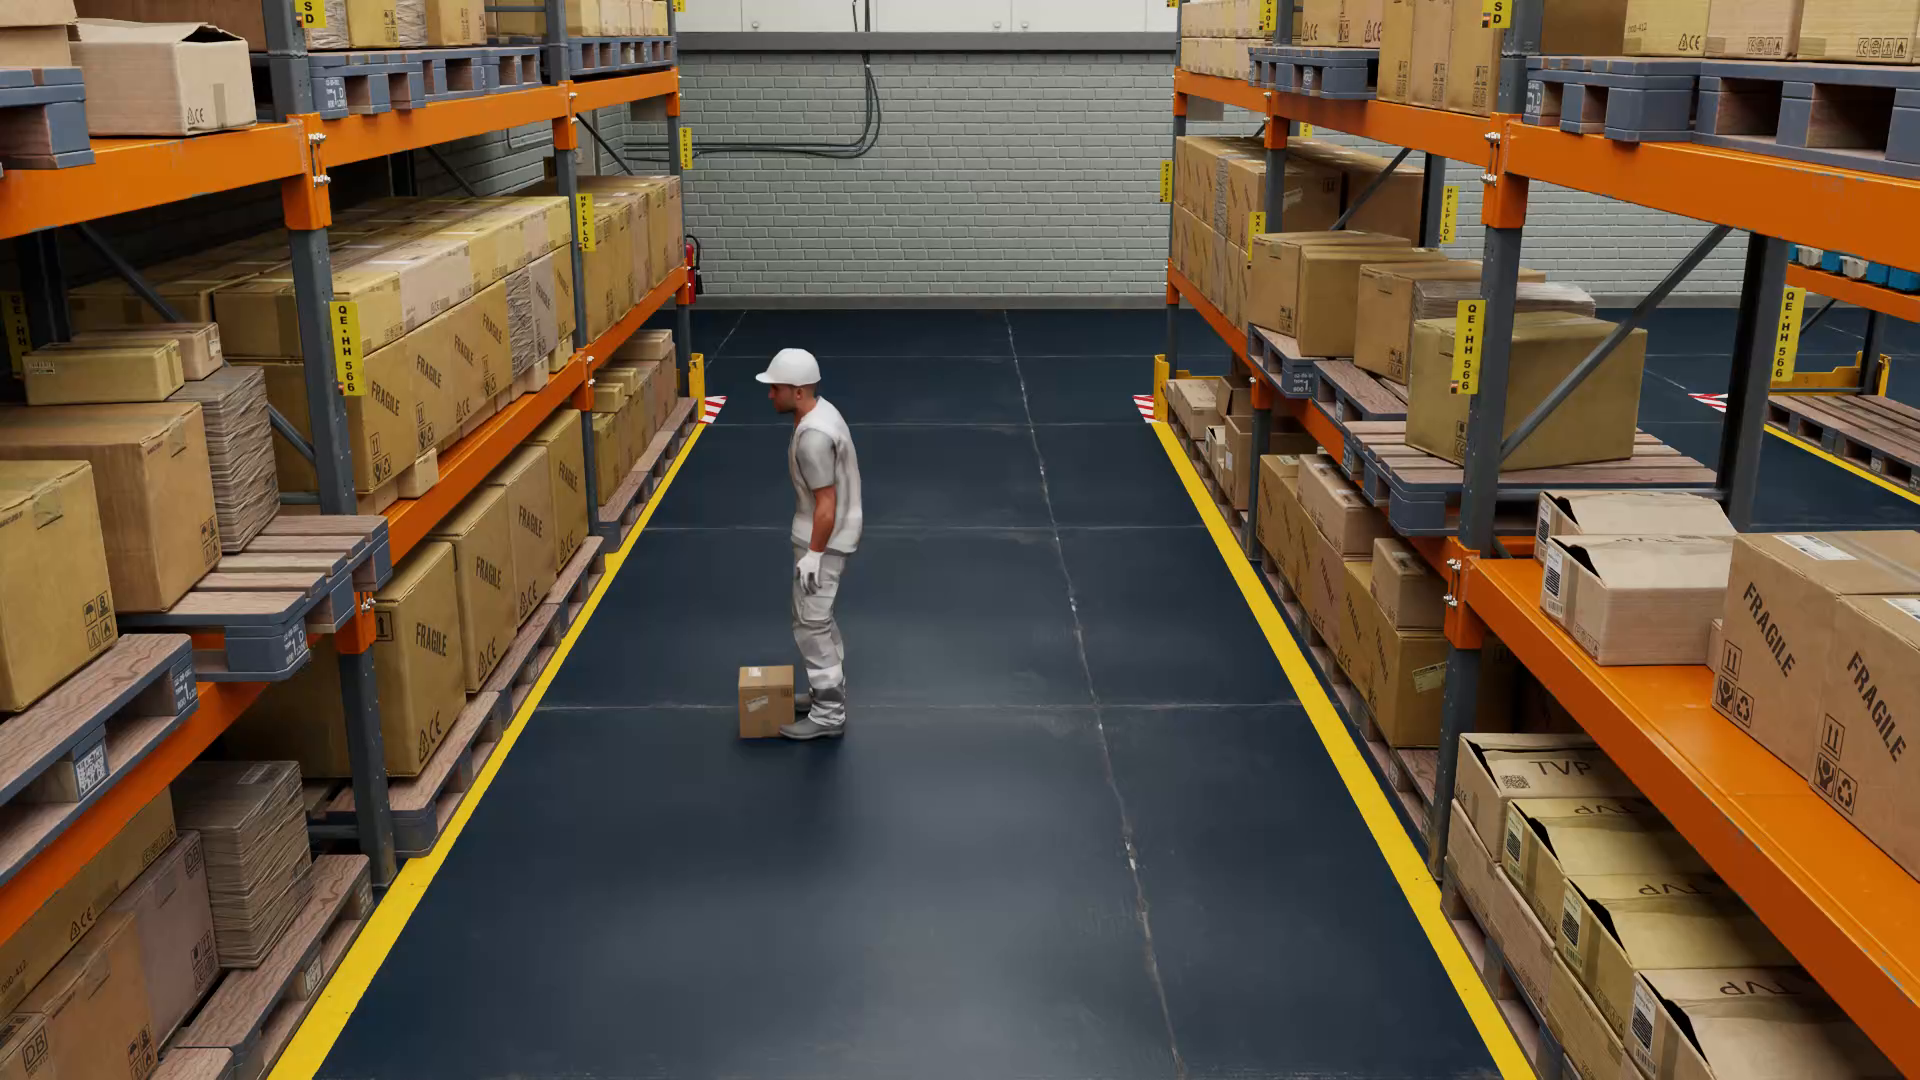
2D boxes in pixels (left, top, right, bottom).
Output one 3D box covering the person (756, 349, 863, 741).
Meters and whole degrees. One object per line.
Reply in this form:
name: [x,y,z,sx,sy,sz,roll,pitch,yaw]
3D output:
person: [-0.663,0.016,7.470,0.454,1.777,0.606,-1,17,-3]
